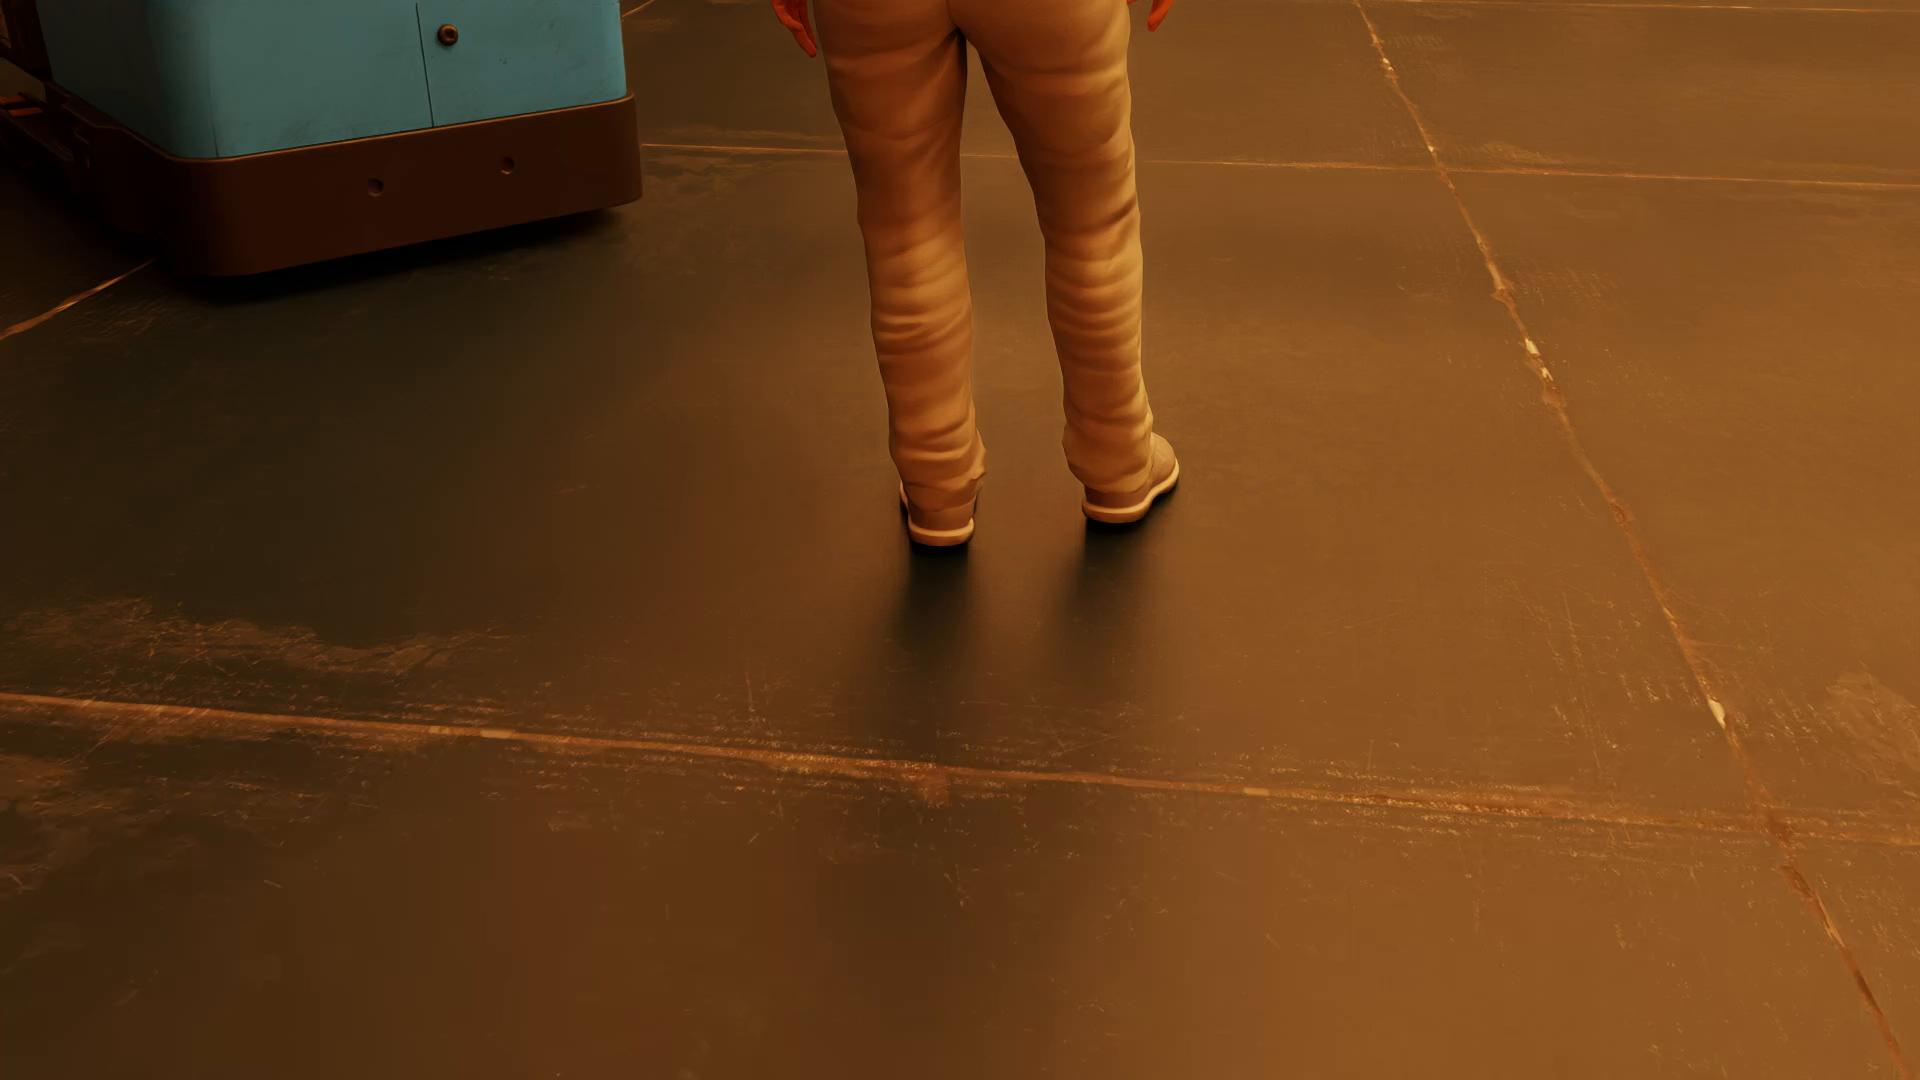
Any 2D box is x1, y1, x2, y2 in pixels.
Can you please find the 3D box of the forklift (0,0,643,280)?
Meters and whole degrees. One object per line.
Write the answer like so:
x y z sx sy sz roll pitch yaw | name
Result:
-2.080 -2.442 4.111 1.130 2.935 3.031 -20 33 -34 | forklift

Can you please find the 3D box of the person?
0.033 -0.784 2.190 0.598 1.670 0.529 3 27 7 | person
